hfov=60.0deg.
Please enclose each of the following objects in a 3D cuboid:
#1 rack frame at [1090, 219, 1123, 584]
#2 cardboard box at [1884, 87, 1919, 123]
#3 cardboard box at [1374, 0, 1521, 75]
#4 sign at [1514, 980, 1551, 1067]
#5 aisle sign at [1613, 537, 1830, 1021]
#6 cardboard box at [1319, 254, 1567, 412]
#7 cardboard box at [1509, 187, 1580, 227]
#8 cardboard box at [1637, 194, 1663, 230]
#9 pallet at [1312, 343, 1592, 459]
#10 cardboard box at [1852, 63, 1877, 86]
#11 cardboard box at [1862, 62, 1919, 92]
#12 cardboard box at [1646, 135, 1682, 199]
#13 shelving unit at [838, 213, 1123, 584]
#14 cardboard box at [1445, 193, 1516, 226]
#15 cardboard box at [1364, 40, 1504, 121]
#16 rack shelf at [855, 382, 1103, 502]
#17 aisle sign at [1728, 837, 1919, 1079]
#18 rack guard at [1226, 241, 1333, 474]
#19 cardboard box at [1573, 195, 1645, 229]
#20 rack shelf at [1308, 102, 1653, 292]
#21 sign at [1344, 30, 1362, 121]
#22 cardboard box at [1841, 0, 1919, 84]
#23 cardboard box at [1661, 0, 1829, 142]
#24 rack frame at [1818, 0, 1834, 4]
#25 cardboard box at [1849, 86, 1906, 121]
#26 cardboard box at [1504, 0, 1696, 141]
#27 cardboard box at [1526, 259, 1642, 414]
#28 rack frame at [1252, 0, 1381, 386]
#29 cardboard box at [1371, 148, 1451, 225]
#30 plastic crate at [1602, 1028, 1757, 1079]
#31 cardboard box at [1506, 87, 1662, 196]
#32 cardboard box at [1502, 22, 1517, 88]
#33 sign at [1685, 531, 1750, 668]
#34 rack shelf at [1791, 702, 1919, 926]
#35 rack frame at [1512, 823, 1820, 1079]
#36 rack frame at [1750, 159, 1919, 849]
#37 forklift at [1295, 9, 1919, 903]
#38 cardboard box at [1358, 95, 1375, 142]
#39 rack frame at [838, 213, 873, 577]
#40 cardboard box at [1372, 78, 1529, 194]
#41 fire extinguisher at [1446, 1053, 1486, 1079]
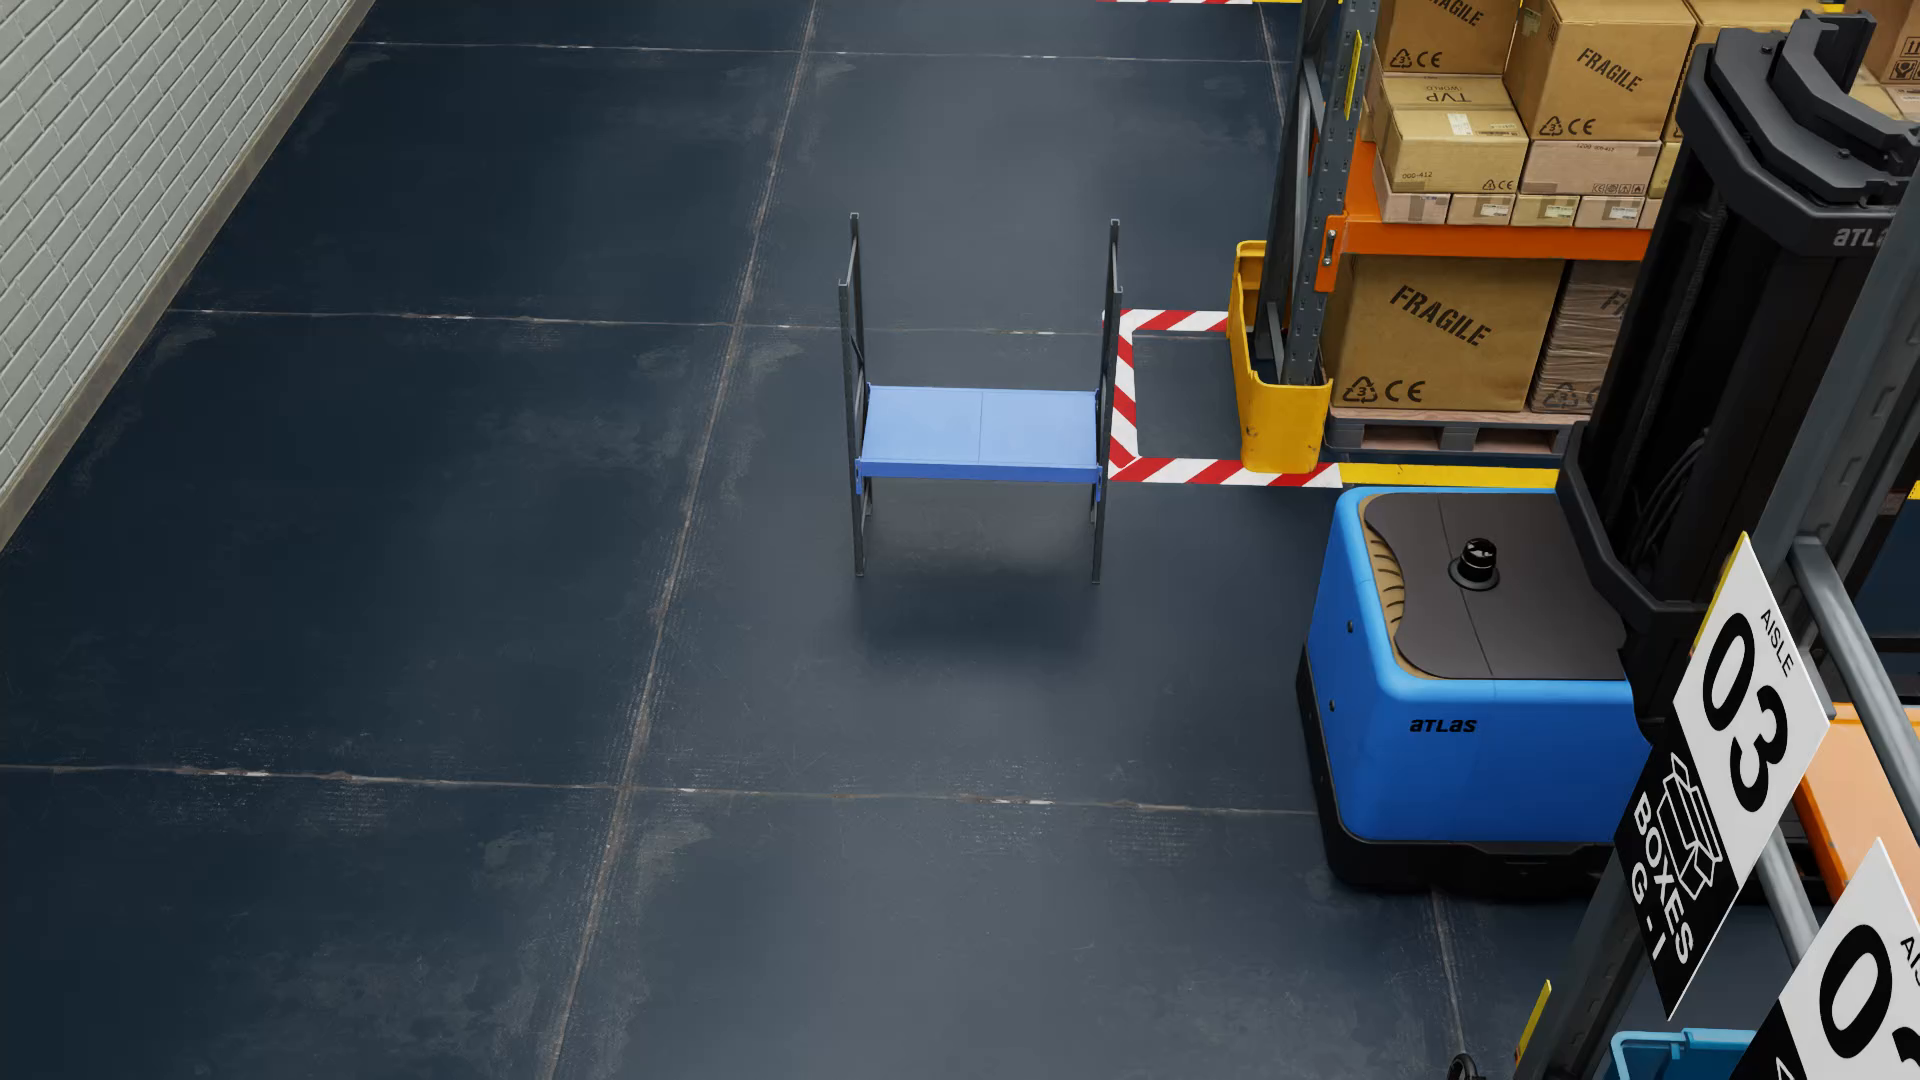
[{"bbox_3d":[0.593,-0.531,6.805,0.032,1.500,0.500,2,43,2],"label":"rack frame"},{"bbox_3d":[4.044,-1.598,6.742,0.500,0.250,0.500,3,43,3],"label":"cardboard box"},{"bbox_3d":[2.026,-2.294,6.939,0.500,0.500,0.500,2,43,2],"label":"cardboard box"},{"bbox_3d":[1.313,1.136,3.796,0.005,0.325,0.100,2,43,2],"label":"sign"},{"bbox_3d":[1.246,0.418,2.779,0.004,0.787,0.394,2,43,2],"label":"aisle sign"},{"bbox_3d":[2.171,-1.213,7.688,0.875,0.875,0.875,2,43,2],"label":"cardboard box"},{"bbox_3d":[2.380,-1.460,6.886,0.250,0.149,0.380,1,43,1],"label":"cardboard box"},{"bbox_3d":[2.894,-1.444,6.869,0.250,0.149,0.380,1,43,1],"label":"cardboard box"},{"bbox_3d":[2.330,-0.810,8.051,1.213,0.211,1.003,2,43,2],"label":"pallet"},{"bbox_3d":[3.560,-1.977,7.149,0.500,0.250,0.500,2,43,2],"label":"cardboard box"},{"bbox_3d":[4.052,-1.957,7.127,0.500,0.250,0.500,3,43,3],"label":"cardboard box"},{"bbox_3d":[3.017,-1.628,6.774,0.500,0.250,0.500,0,43,0],"label":"cardboard box"},{"bbox_3d":[0.085,-0.546,6.821,1.048,1.500,0.538,2,43,2],"label":"shelving unit"},{"bbox_3d":[2.124,-1.468,6.894,0.250,0.149,0.380,1,43,1],"label":"cardboard box"},{"bbox_3d":[2.024,-2.022,7.197,0.500,0.250,0.500,1,43,1],"label":"cardboard box"},{"bbox_3d":[0.085,-0.415,6.944,1.000,0.185,0.538,2,43,2],"label":"rack shelf"},{"bbox_3d":[1.220,0.819,2.348,0.004,0.787,0.394,2,43,2],"label":"aisle sign"},{"bbox_3d":[1.504,-0.888,7.922,0.348,0.500,1.175,2,43,2],"label":"rack guard"},{"bbox_3d":[2.640,-1.453,6.879,0.250,0.149,0.380,1,43,1],"label":"cardboard box"},{"bbox_3d":[3.526,-1.477,7.248,4.000,0.370,1.077,2,43,2],"label":"rack shelf"},{"bbox_3d":[1.497,-1.770,6.342,0.005,0.325,0.100,2,43,2],"label":"sign"},{"bbox_3d":[4.045,-2.230,6.870,0.500,0.500,0.500,1,43,1],"label":"cardboard box"},{"bbox_3d":[3.013,-1.905,6.521,0.500,0.500,0.500,1,43,1],"label":"cardboard box"},{"bbox_3d":[5.848,-5.054,10.560,0.127,3.000,1.000,2,43,2],"label":"rack frame"},{"bbox_3d":[3.538,-1.616,6.761,0.500,0.250,0.500,1,43,1],"label":"cardboard box"},{"bbox_3d":[2.495,-1.916,6.534,0.500,0.500,0.500,1,43,1],"label":"cardboard box"},{"bbox_3d":[3.080,-1.185,7.658,0.875,0.875,0.875,2,43,2],"label":"cardboard box"},{"bbox_3d":[1.528,-1.802,7.069,0.127,3.000,1.000,2,43,2],"label":"rack frame"},{"bbox_3d":[1.868,-1.475,6.902,0.250,0.149,0.380,2,43,2],"label":"cardboard box"},{"bbox_3d":[1.648,1.419,3.542,0.499,0.435,0.616,2,43,2],"label":"plastic crate"},{"bbox_3d":[2.515,-1.646,6.793,0.500,0.250,0.500,1,43,1],"label":"cardboard box"},{"bbox_3d":[2.531,-2.006,7.180,0.500,0.250,0.500,1,43,1],"label":"cardboard box"},{"bbox_3d":[1.313,0.136,2.865,0.005,0.325,0.100,2,43,2],"label":"sign"},{"bbox_3d":[3.303,0.798,2.606,4.000,0.370,1.077,2,43,2],"label":"rack shelf"},{"bbox_3d":[1.305,1.571,3.449,0.127,3.000,1.000,2,43,2],"label":"rack frame"},{"bbox_3d":[1.305,-0.624,1.404,0.127,3.000,1.000,2,43,2],"label":"rack frame"},{"bbox_3d":[2.844,-0.143,5.338,3.031,2.935,1.130,0,43,0],"label":"forklift"},{"bbox_3d":[1.899,-1.923,7.384,0.250,0.149,0.380,3,43,3],"label":"cardboard box"},{"bbox_3d":[-0.423,-0.562,6.838,0.032,1.500,0.500,2,43,2],"label":"rack frame"},{"bbox_3d":[1.995,-1.657,6.806,0.500,0.250,0.500,1,43,1],"label":"cardboard box"},{"bbox_3d":[1.175,1.421,3.939,0.183,0.674,0.296,2,43,2],"label":"fire extinguisher"}]
